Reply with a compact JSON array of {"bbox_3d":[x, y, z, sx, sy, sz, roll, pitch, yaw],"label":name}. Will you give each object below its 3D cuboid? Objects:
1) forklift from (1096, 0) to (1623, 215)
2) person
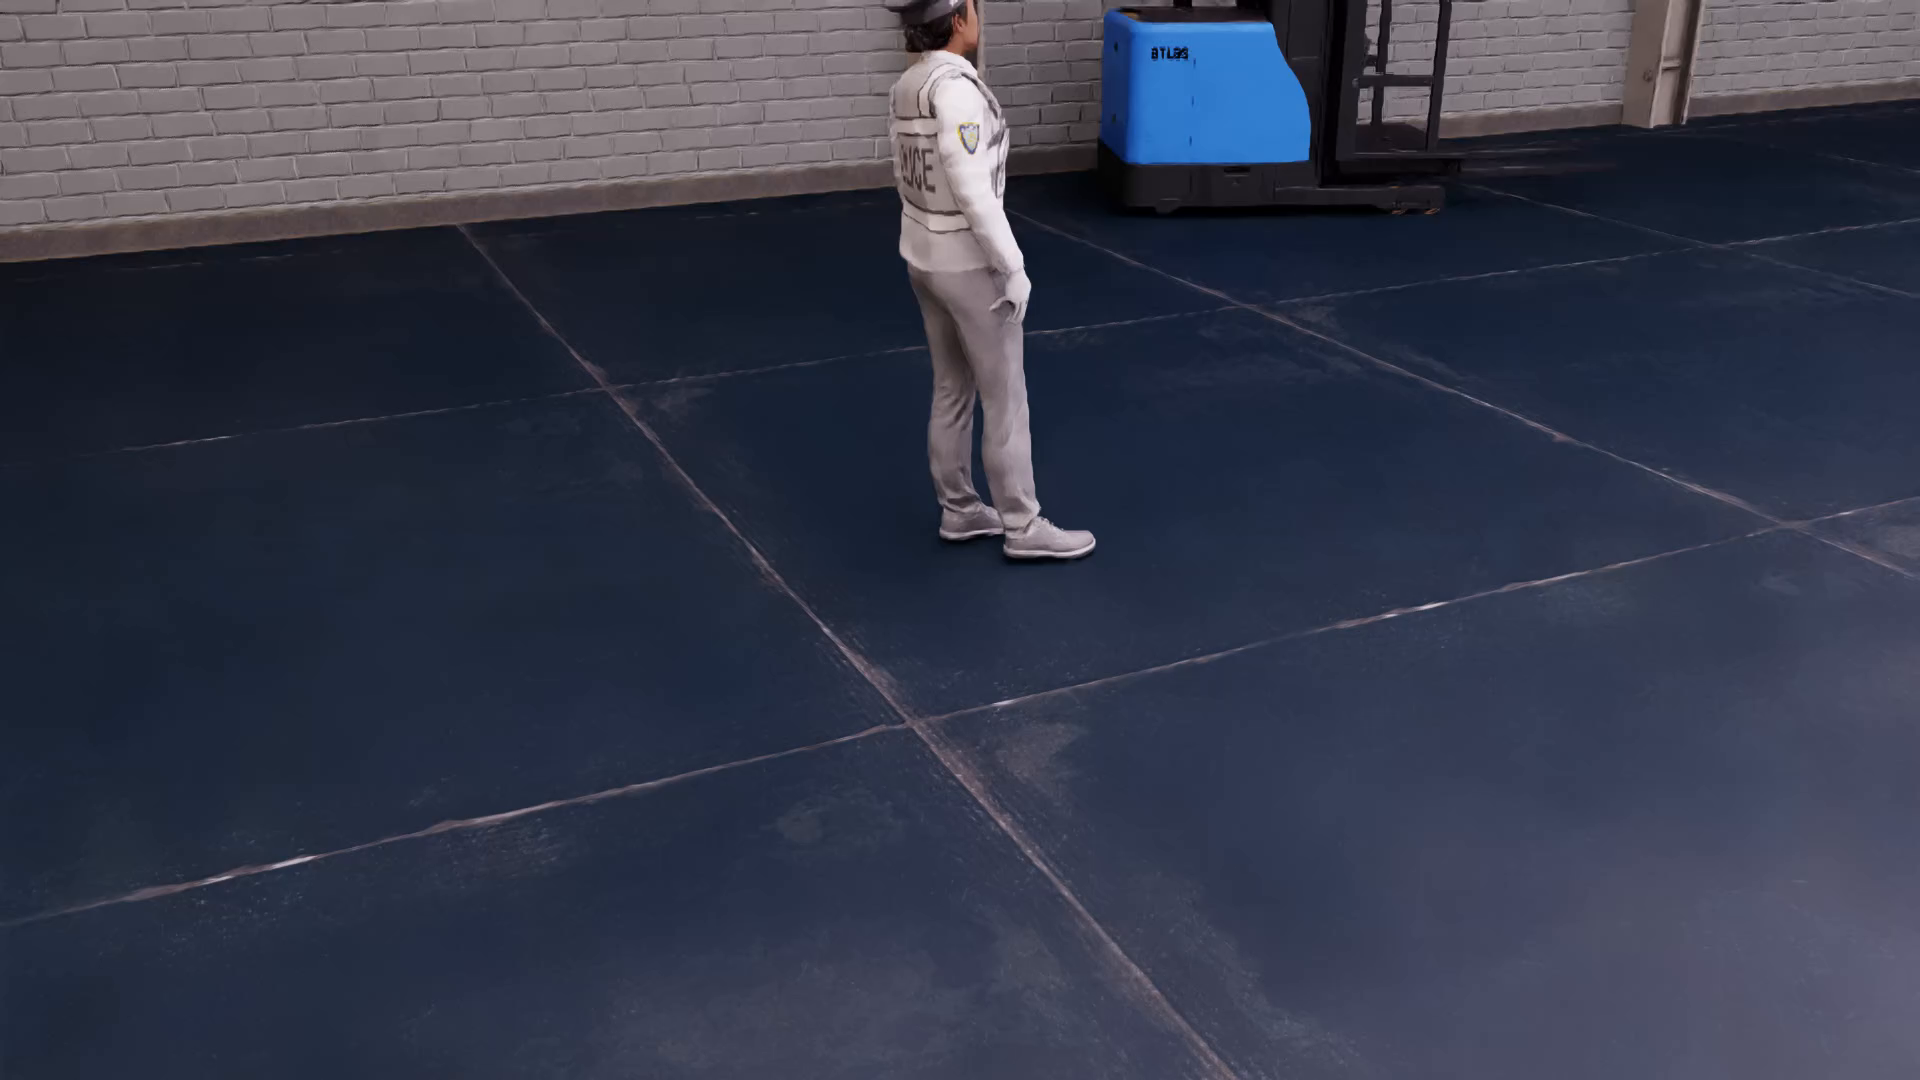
[{"bbox_3d":[2.398,-3.441,9.570,3.031,2.935,1.130,-2,23,-5],"label":"forklift"},{"bbox_3d":[0.064,-0.798,4.799,0.533,1.695,0.586,-10,25,-23],"label":"person"}]
